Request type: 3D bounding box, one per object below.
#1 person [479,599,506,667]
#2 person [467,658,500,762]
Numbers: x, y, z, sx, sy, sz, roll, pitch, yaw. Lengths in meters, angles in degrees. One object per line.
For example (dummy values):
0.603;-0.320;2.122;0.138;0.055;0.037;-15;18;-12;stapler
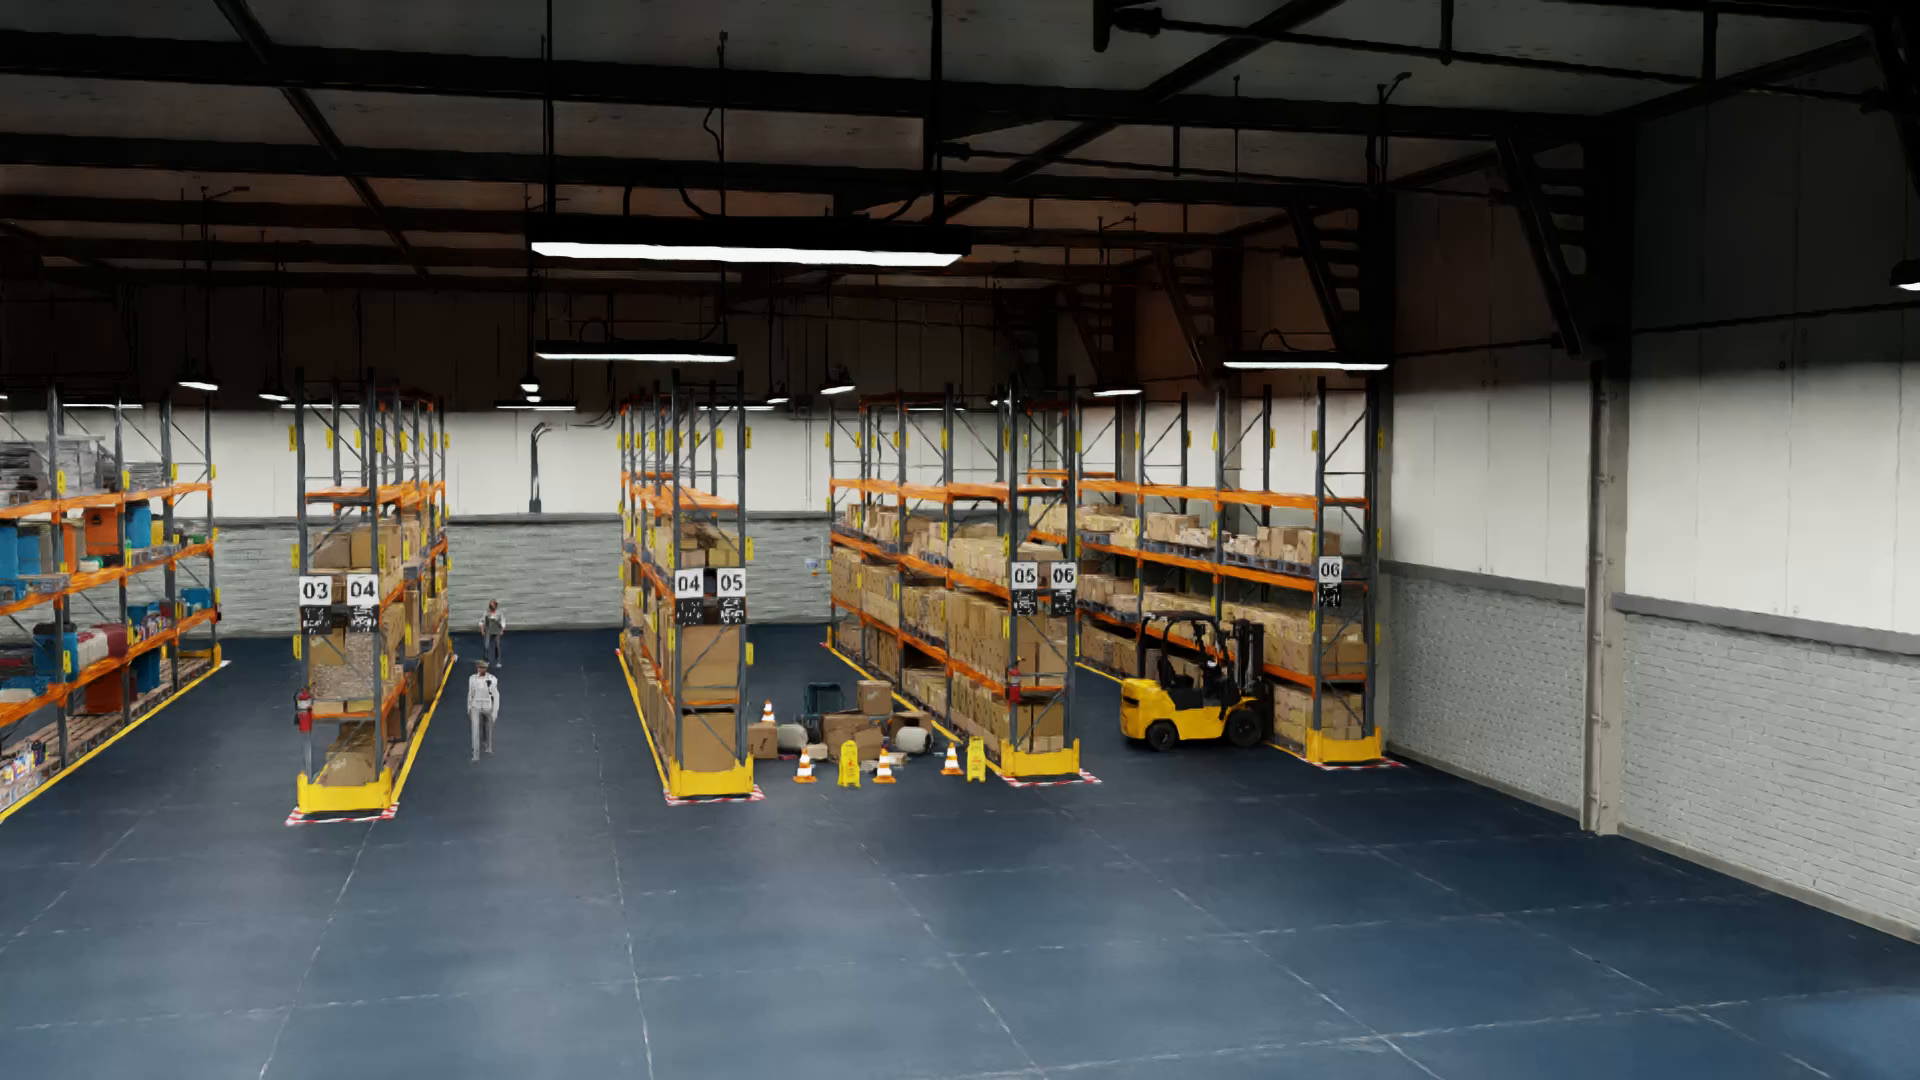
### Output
-10.324;2.047;36.733;0.566;1.541;0.519;-1;4;-17;person
-7.476;2.630;26.095;0.488;1.590;1.089;-1;4;-16;person
